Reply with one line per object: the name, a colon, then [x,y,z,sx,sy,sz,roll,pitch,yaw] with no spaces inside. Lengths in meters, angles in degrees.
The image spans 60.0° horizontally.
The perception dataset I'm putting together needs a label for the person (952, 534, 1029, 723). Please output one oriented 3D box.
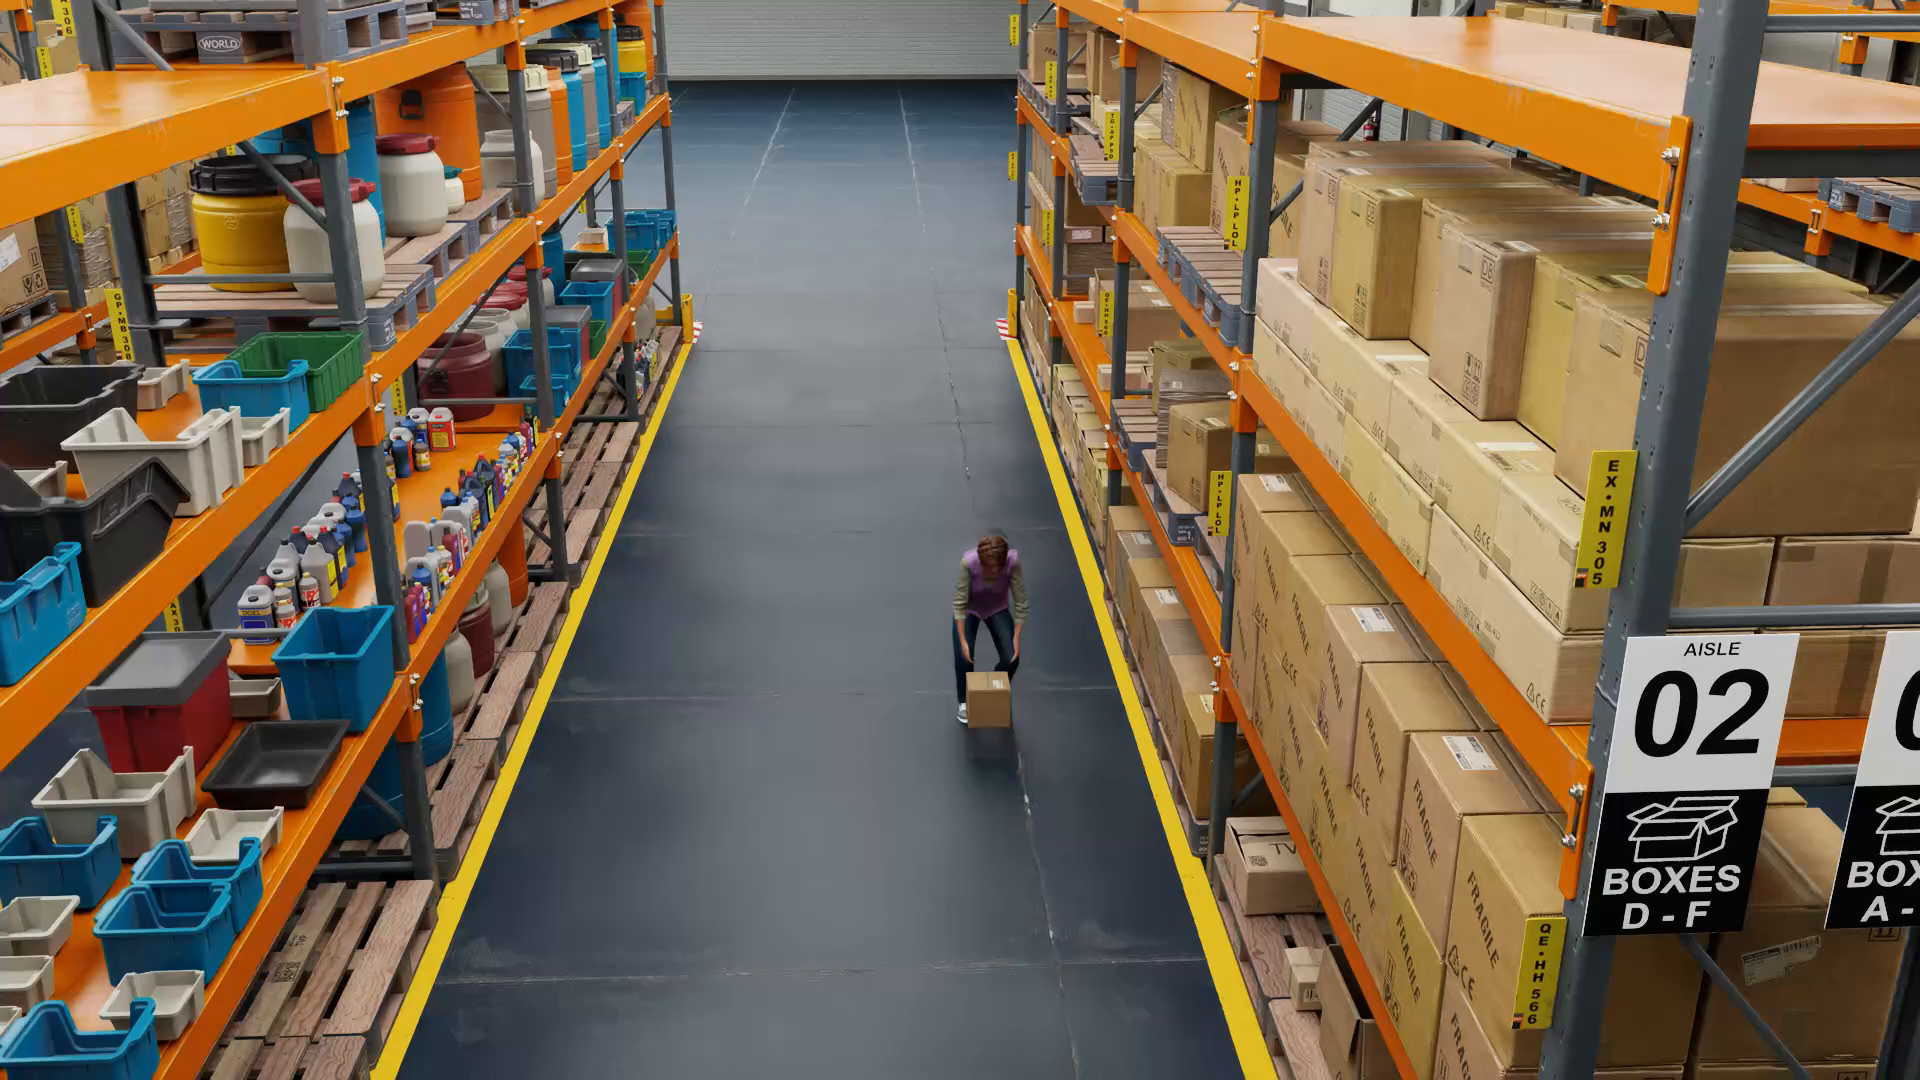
person: [0.180,0.510,10.197,0.463,1.284,0.655,-1,21,-3]
